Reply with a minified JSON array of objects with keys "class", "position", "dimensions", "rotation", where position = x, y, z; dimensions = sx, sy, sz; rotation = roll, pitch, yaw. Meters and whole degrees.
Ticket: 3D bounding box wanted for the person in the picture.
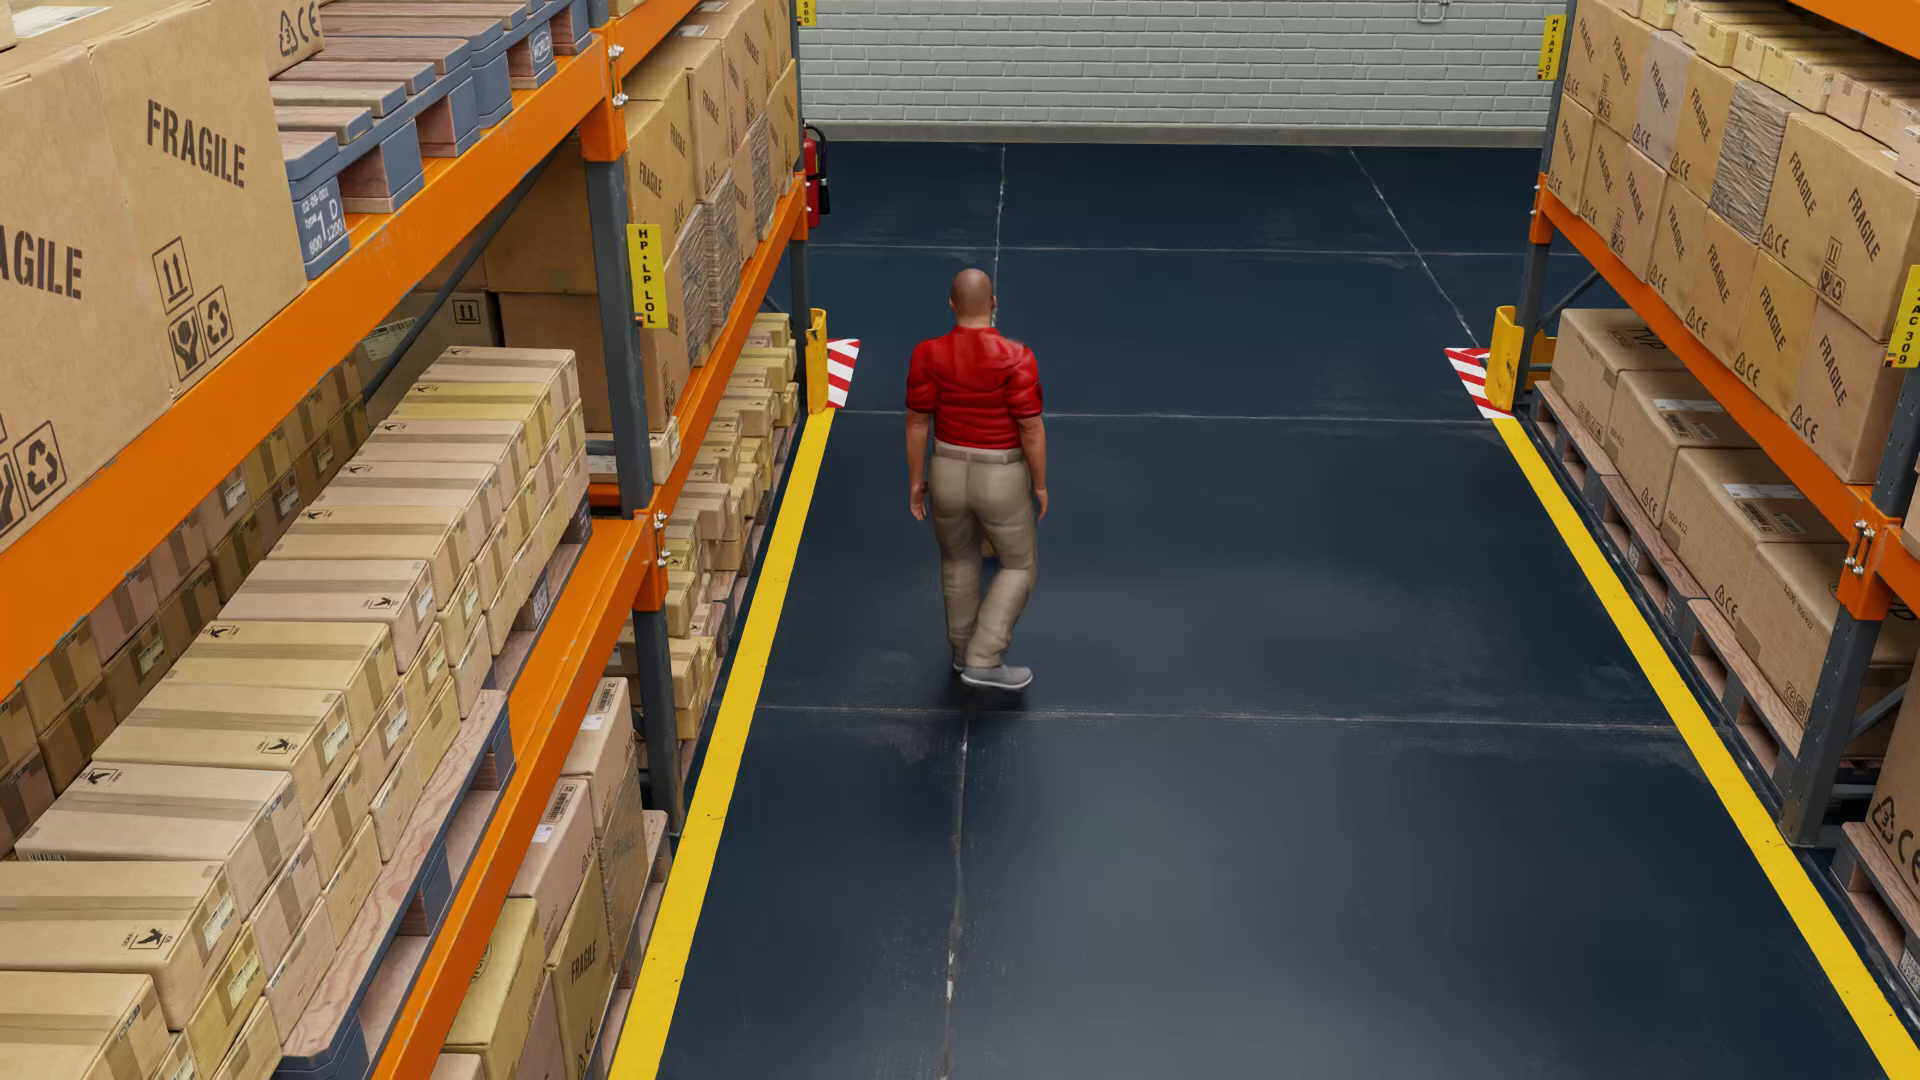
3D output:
[{"class":"person","position":[0.058,-0.202,6.529],"dimensions":[0.566,1.730,0.560],"rotation":[9,29,16]}]
